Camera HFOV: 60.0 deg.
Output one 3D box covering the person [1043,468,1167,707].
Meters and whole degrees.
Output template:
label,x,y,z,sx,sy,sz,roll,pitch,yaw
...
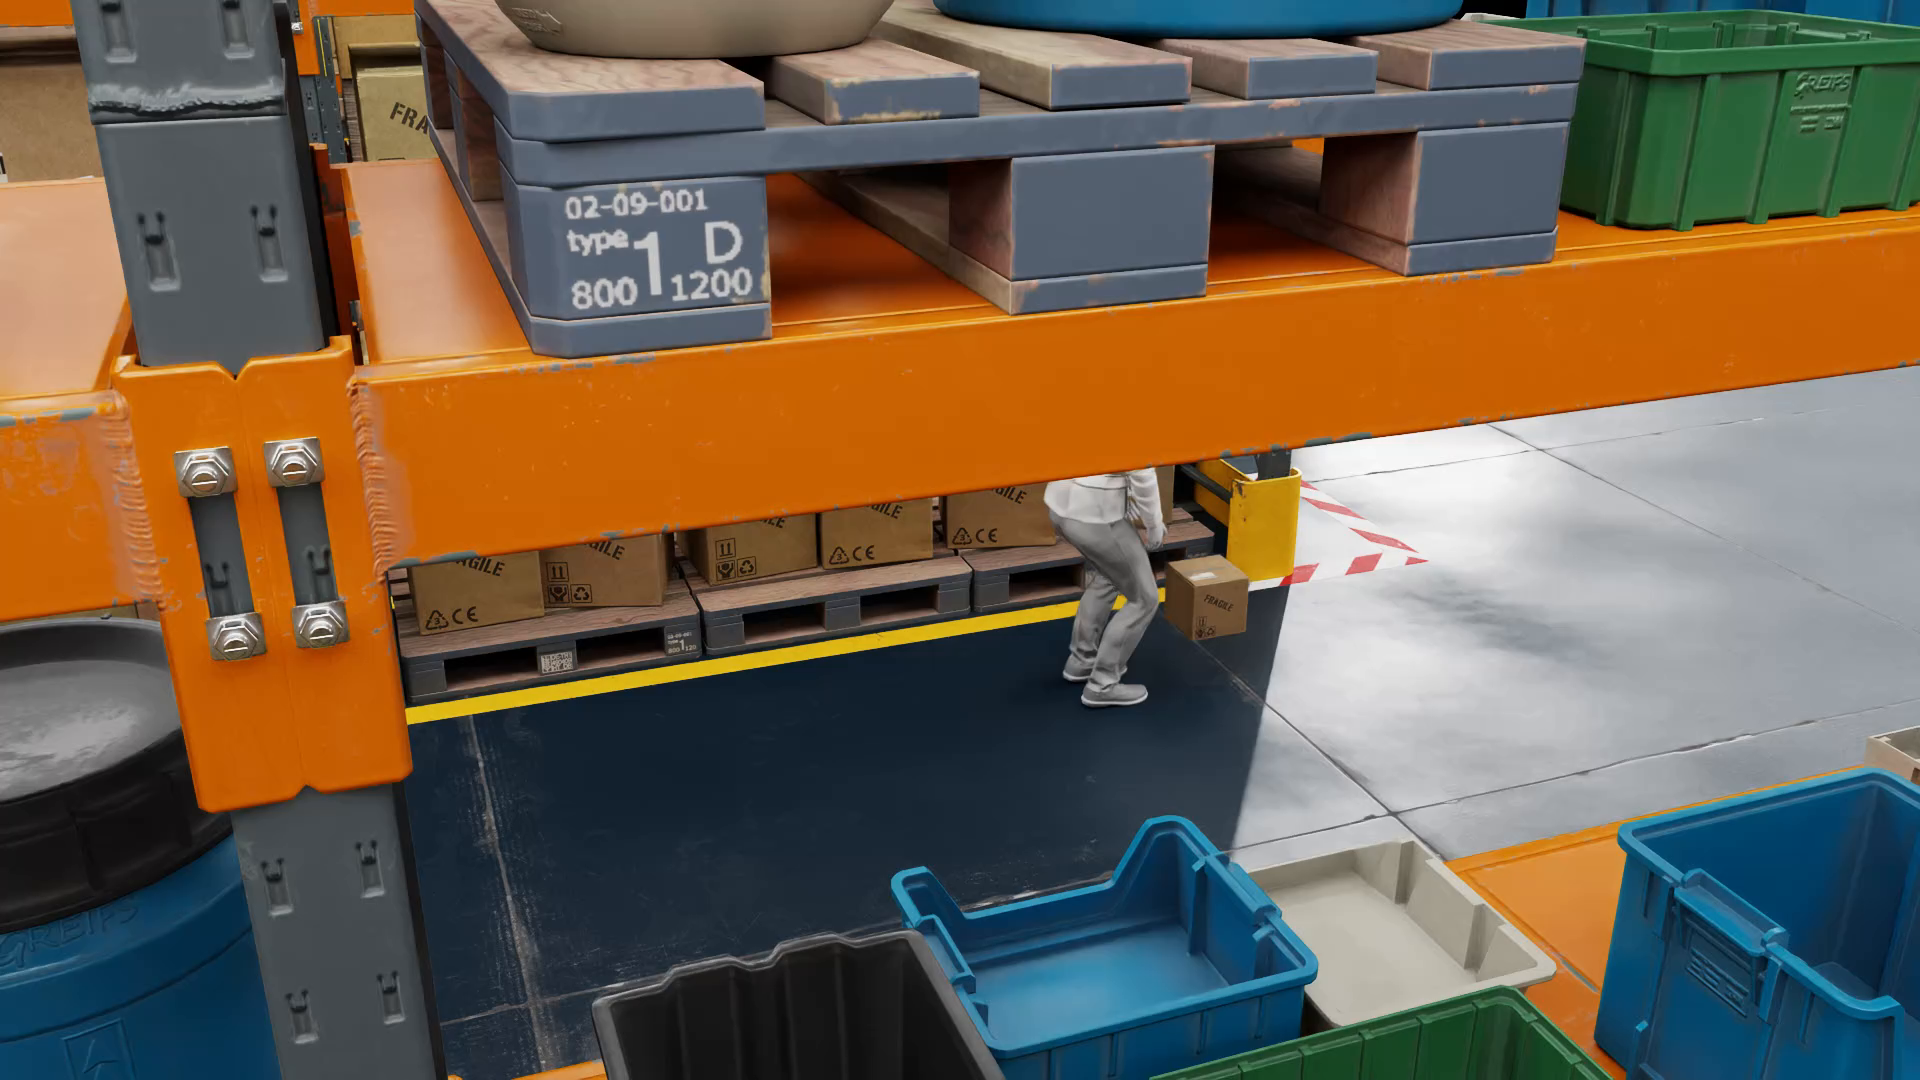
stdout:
label,x,y,z,sx,sy,sz,roll,pitch,yaw
person,0.598,-0.121,6.535,0.548,1.559,0.520,-8,24,-19
